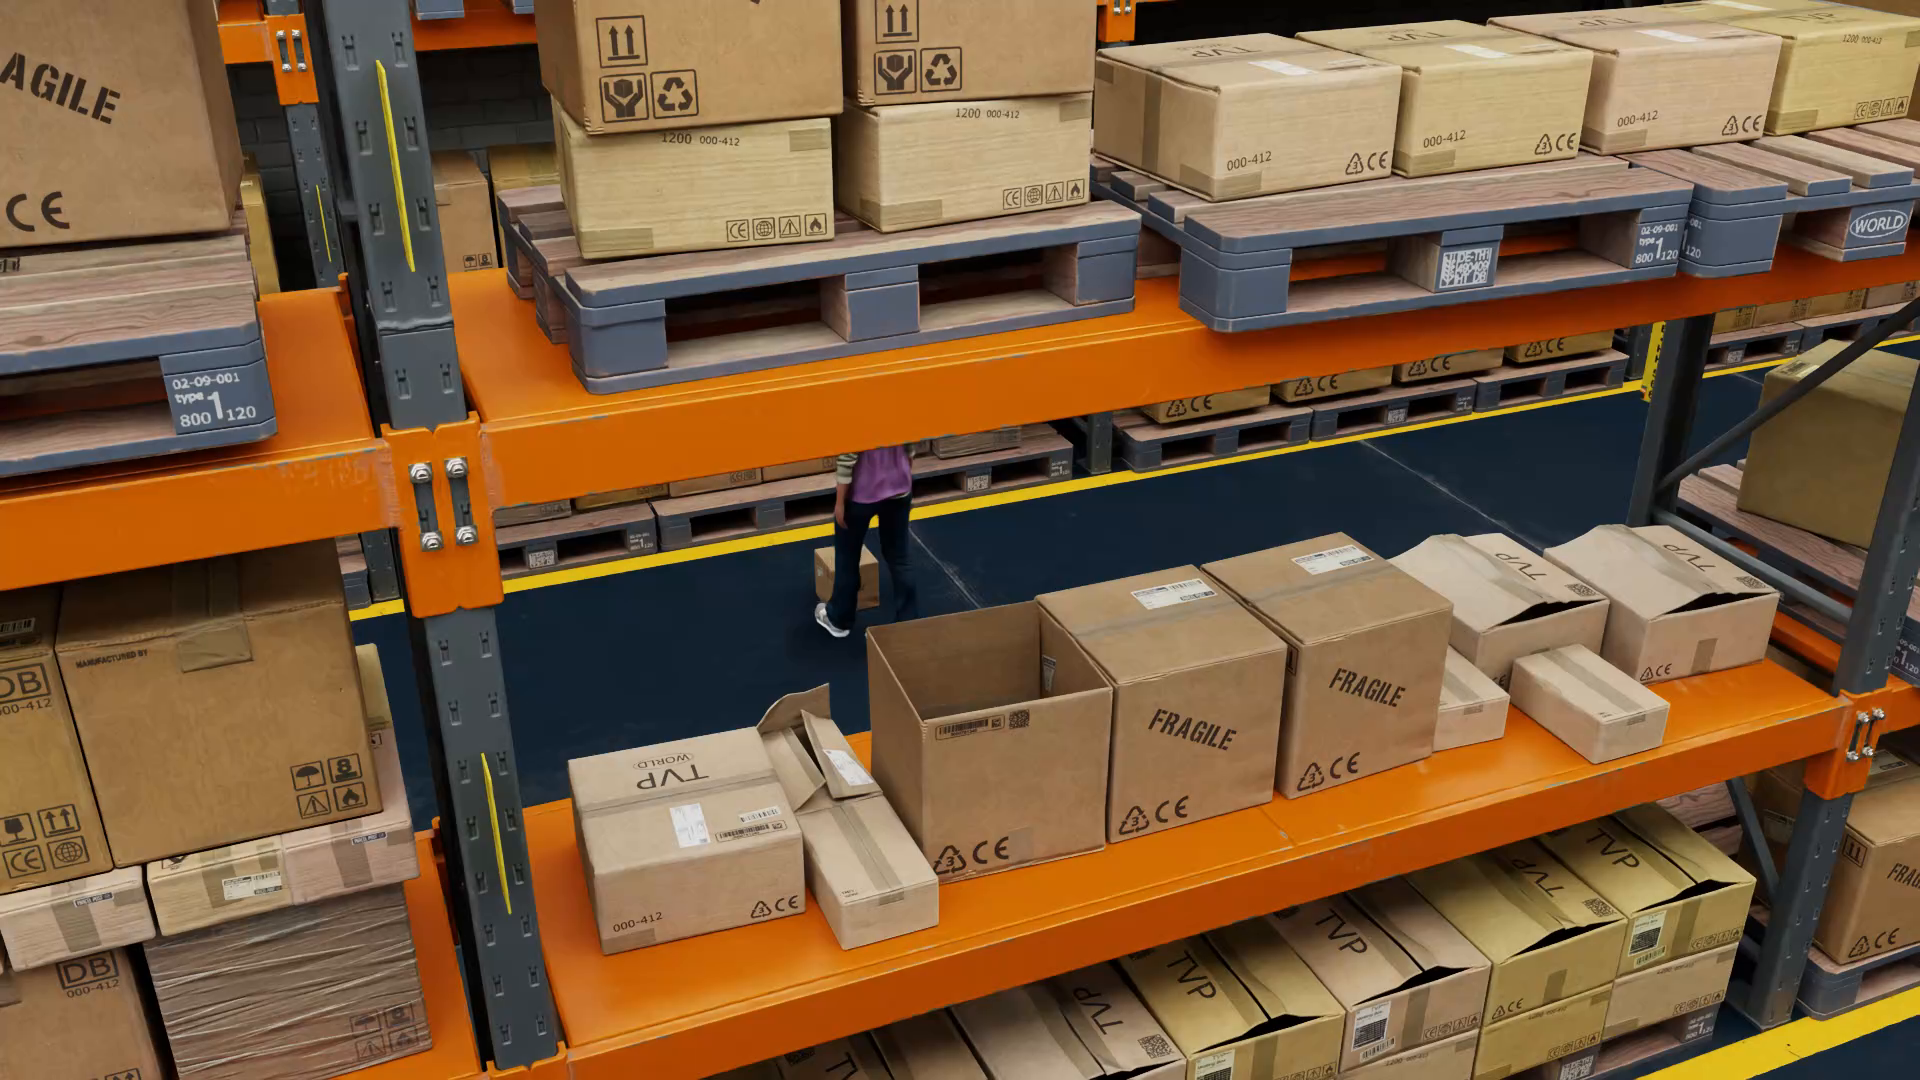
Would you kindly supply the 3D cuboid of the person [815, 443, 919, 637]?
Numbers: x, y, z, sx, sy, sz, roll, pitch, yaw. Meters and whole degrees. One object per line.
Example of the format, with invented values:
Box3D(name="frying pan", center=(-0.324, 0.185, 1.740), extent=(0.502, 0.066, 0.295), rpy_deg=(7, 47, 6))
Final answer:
Box3D(name="person", center=(-0.447, -0.253, 7.627), extent=(0.430, 1.593, 0.597), rpy_deg=(-18, 32, -32))
